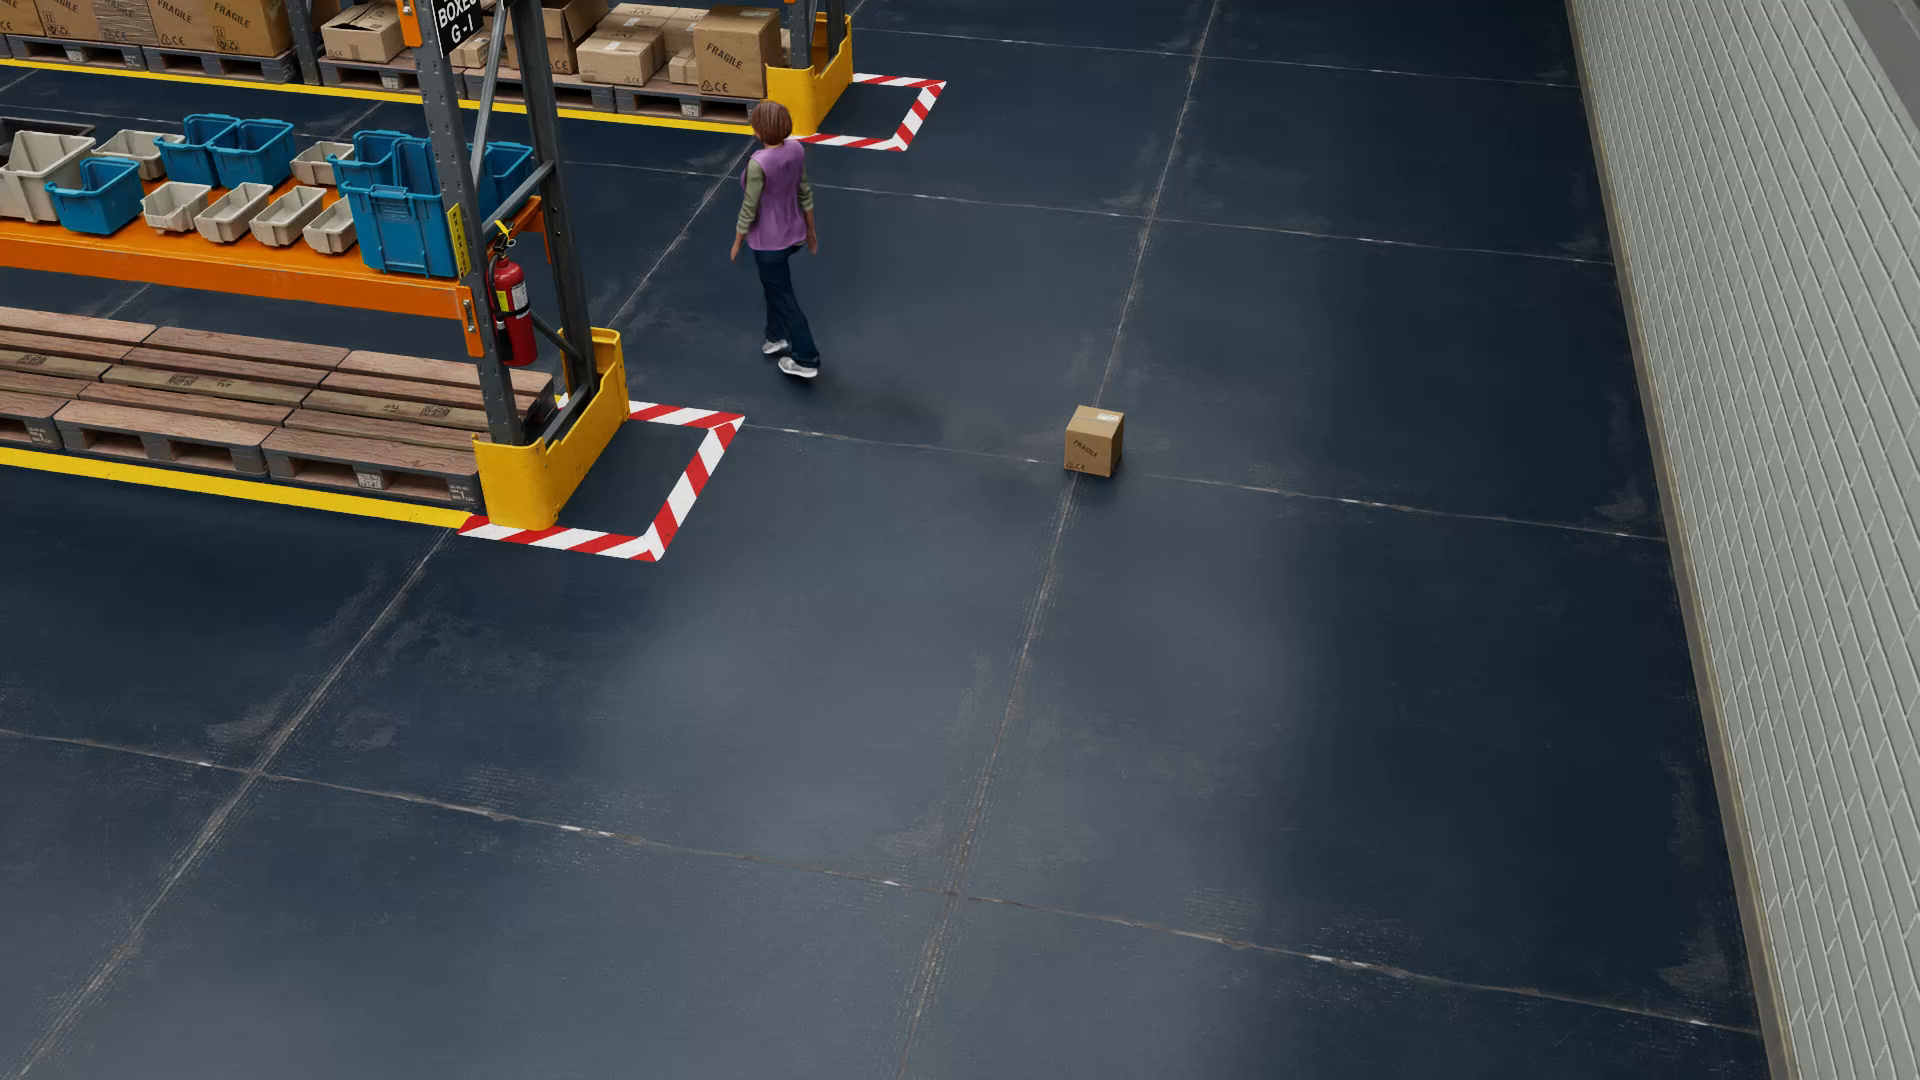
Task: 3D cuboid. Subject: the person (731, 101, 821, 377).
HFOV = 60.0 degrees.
[{"bbox_3d":[-1.011,-1.615,9.121,0.552,1.647,0.452,23,43,28],"label":"person"}]
